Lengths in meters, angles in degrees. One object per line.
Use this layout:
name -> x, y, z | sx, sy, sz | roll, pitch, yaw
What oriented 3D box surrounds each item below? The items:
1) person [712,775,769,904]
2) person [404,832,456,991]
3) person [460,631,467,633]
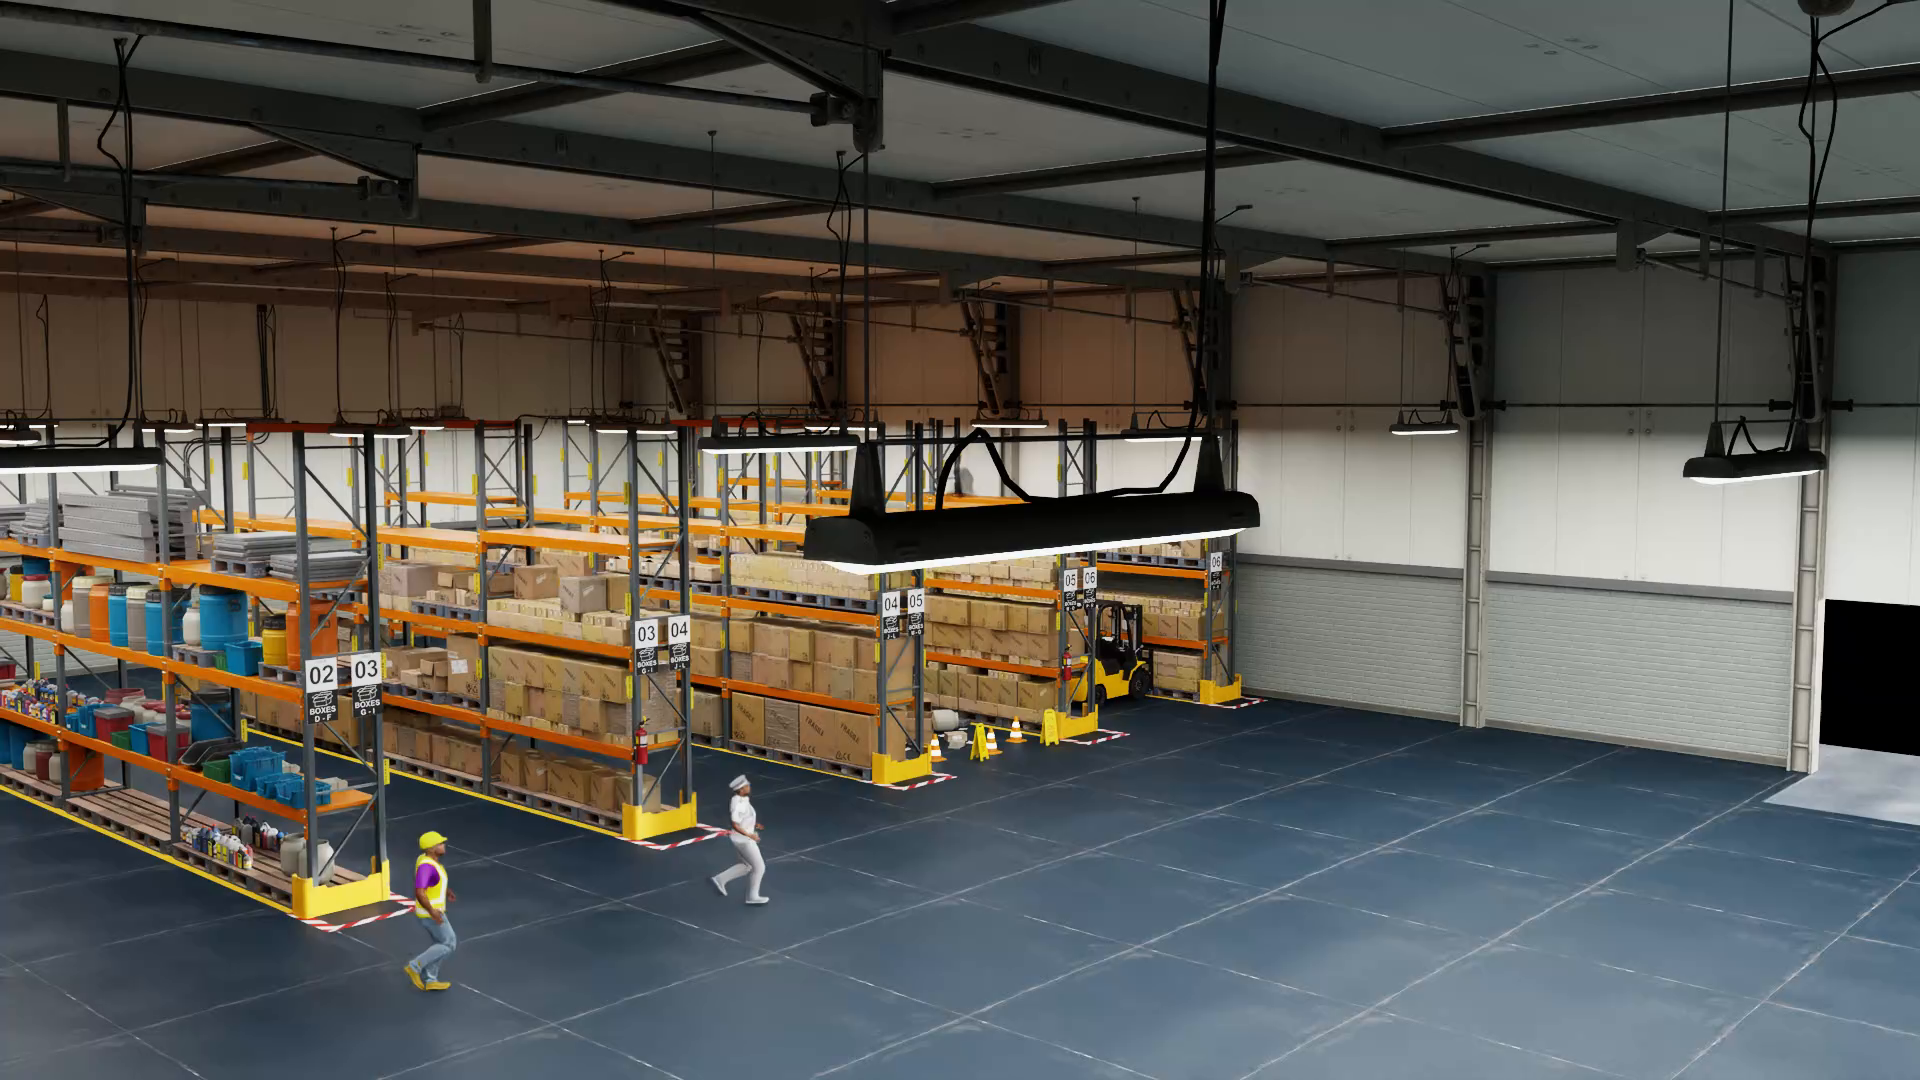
person -> -2.756, 3.785, 21.005 | 0.666, 1.655, 0.581 | -1, 5, -14
person -> -5.716, 4.003, 17.941 | 0.577, 1.733, 0.700 | -2, 5, -22
person -> -10.132, 2.699, 34.037 | 0.879, 1.701, 0.557 | 4, 6, 40
